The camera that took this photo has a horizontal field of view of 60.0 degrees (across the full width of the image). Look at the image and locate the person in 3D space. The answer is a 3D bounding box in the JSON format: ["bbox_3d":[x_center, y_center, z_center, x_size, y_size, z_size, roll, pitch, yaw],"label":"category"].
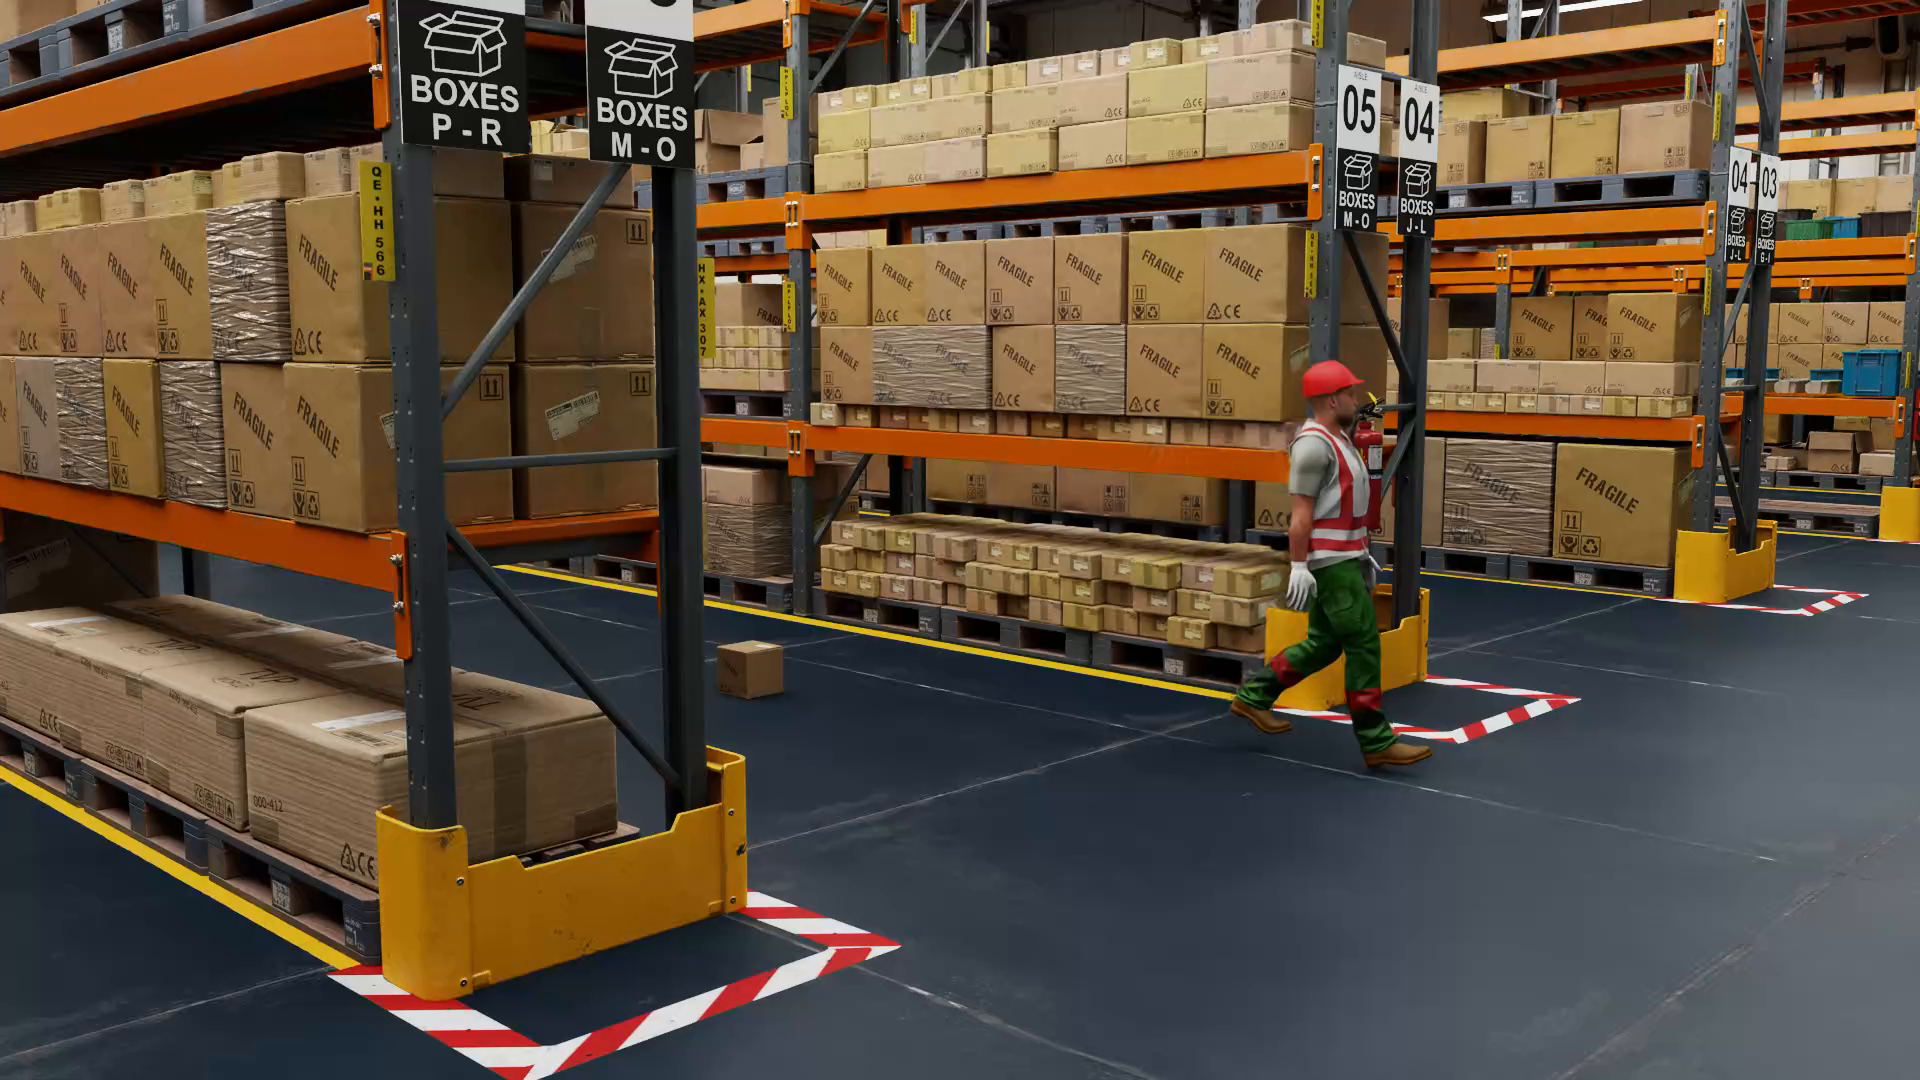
[{"bbox_3d":[1.650,0.096,7.342,0.948,1.767,0.599,3,8,26],"label":"person"}]
